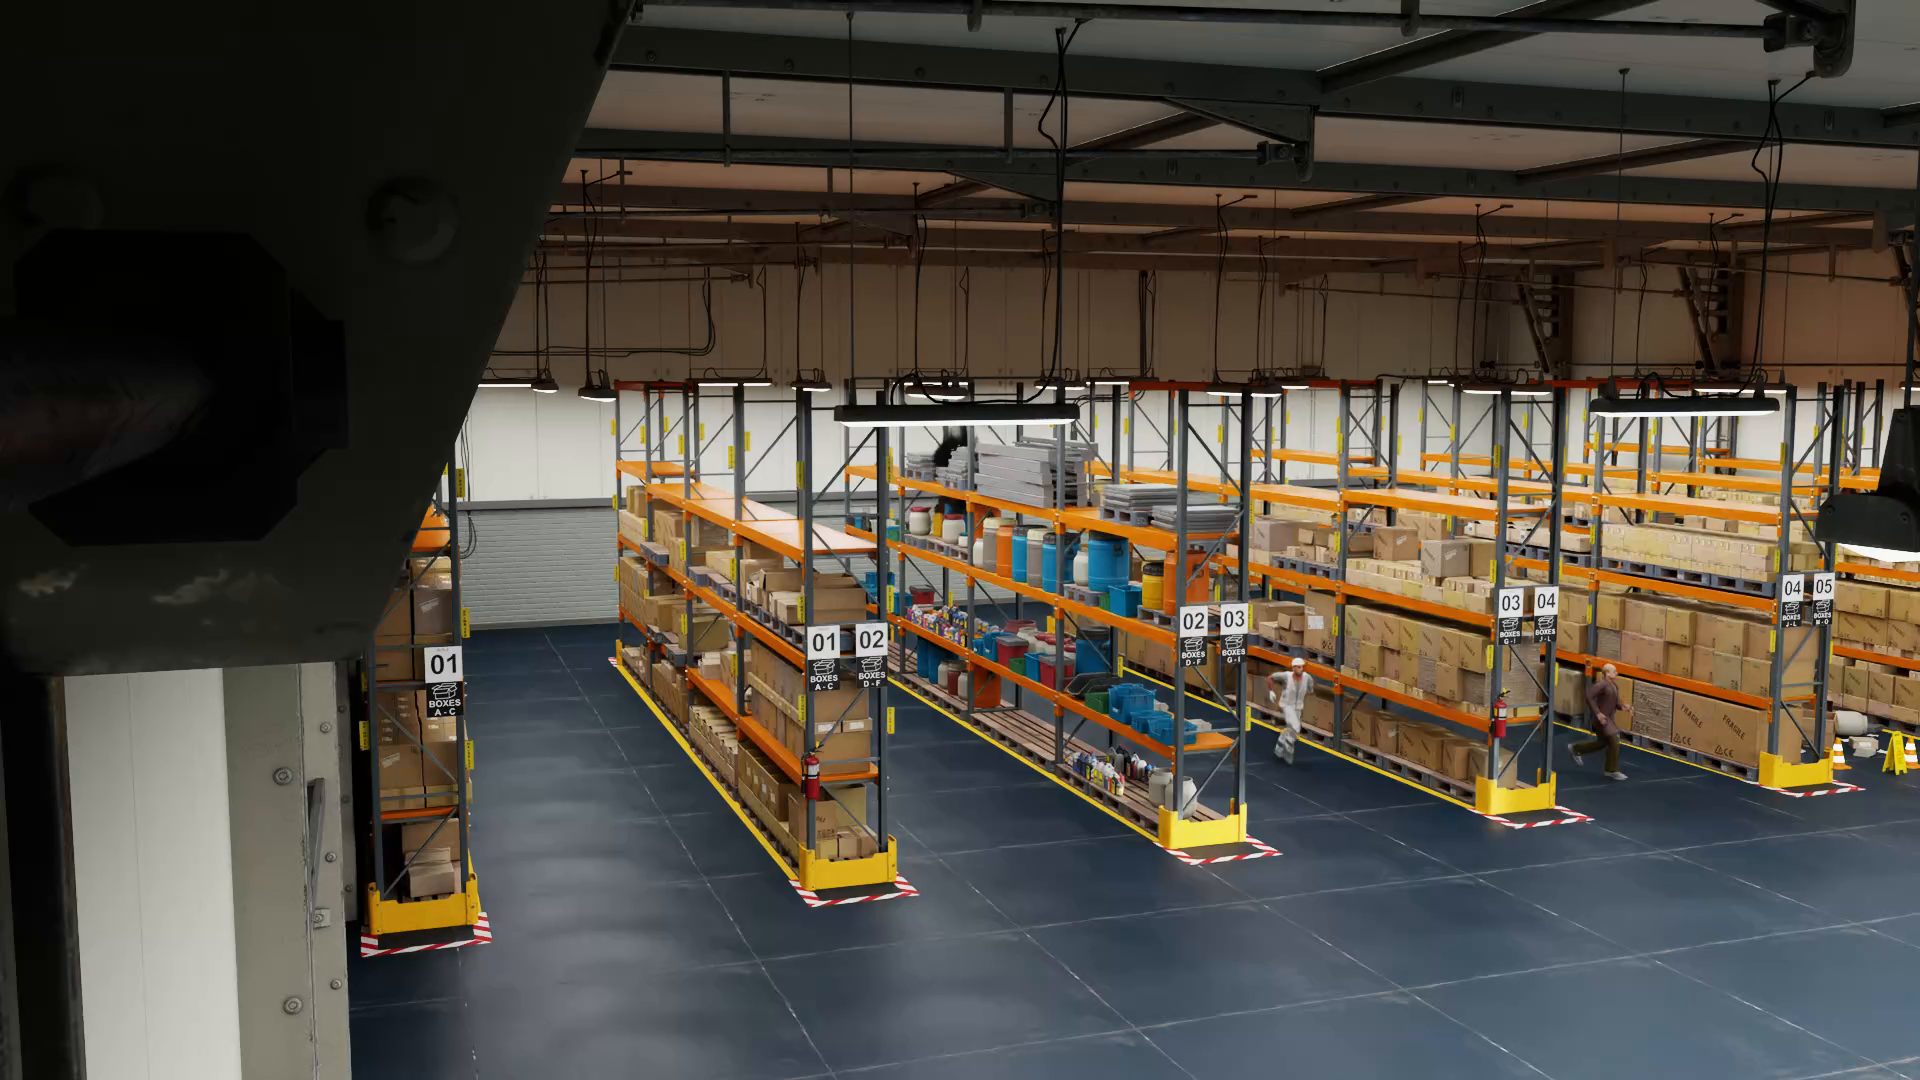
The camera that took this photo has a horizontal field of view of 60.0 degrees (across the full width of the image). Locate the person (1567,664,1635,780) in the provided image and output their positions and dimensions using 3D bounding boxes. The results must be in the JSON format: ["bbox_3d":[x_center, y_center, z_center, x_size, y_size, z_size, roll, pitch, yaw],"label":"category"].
[{"bbox_3d":[9.824,2.763,25.586,0.957,1.762,0.693,5,8,38],"label":"person"}]

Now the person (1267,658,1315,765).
[{"bbox_3d":[5.238,2.677,26.281,0.643,1.721,0.922,-2,6,-21],"label":"person"}]

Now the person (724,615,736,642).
[{"bbox_3d":[-4.976,1.765,35.605,0.647,1.613,0.550,-4,7,-34],"label":"person"}]
